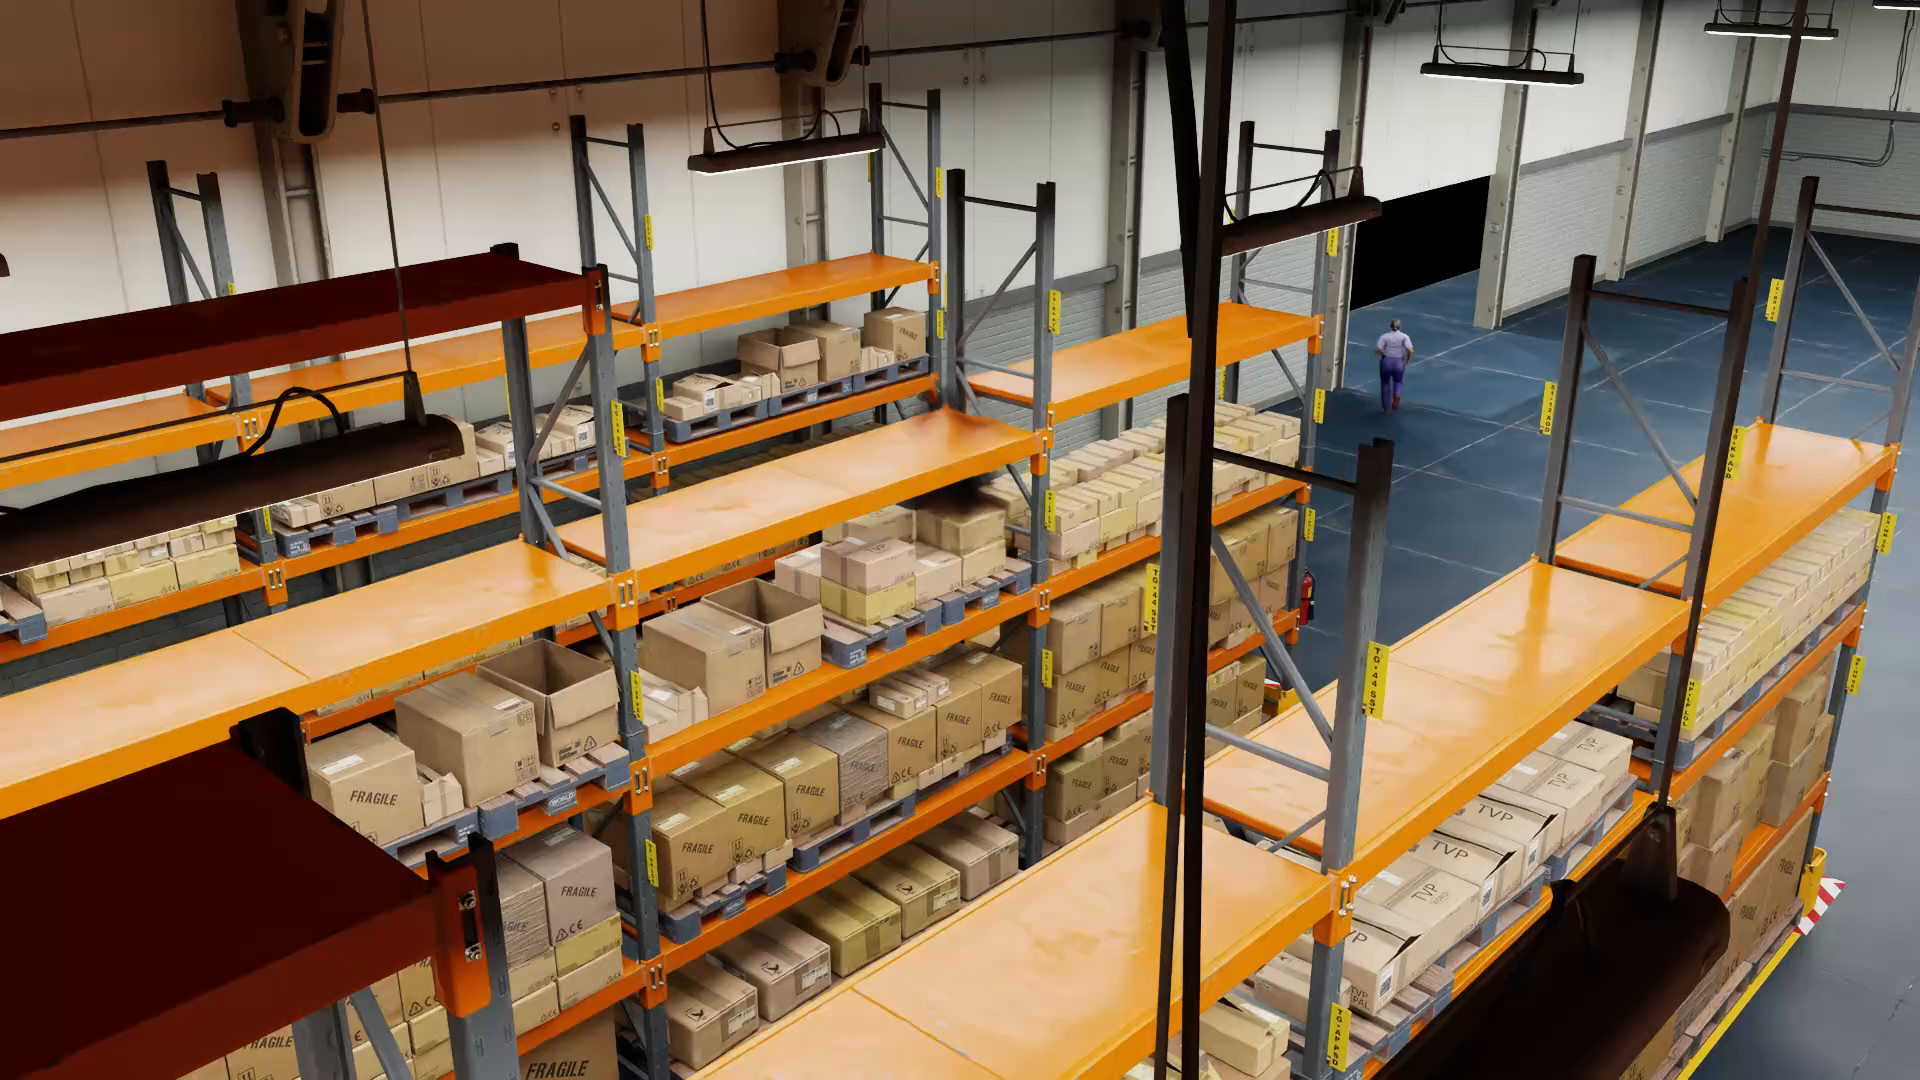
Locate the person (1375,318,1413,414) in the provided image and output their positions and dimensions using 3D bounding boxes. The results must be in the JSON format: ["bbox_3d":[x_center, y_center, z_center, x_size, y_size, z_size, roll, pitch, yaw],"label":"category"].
[{"bbox_3d":[7.069,-2.848,27.167,0.607,1.603,0.547,6,22,15],"label":"person"}]
